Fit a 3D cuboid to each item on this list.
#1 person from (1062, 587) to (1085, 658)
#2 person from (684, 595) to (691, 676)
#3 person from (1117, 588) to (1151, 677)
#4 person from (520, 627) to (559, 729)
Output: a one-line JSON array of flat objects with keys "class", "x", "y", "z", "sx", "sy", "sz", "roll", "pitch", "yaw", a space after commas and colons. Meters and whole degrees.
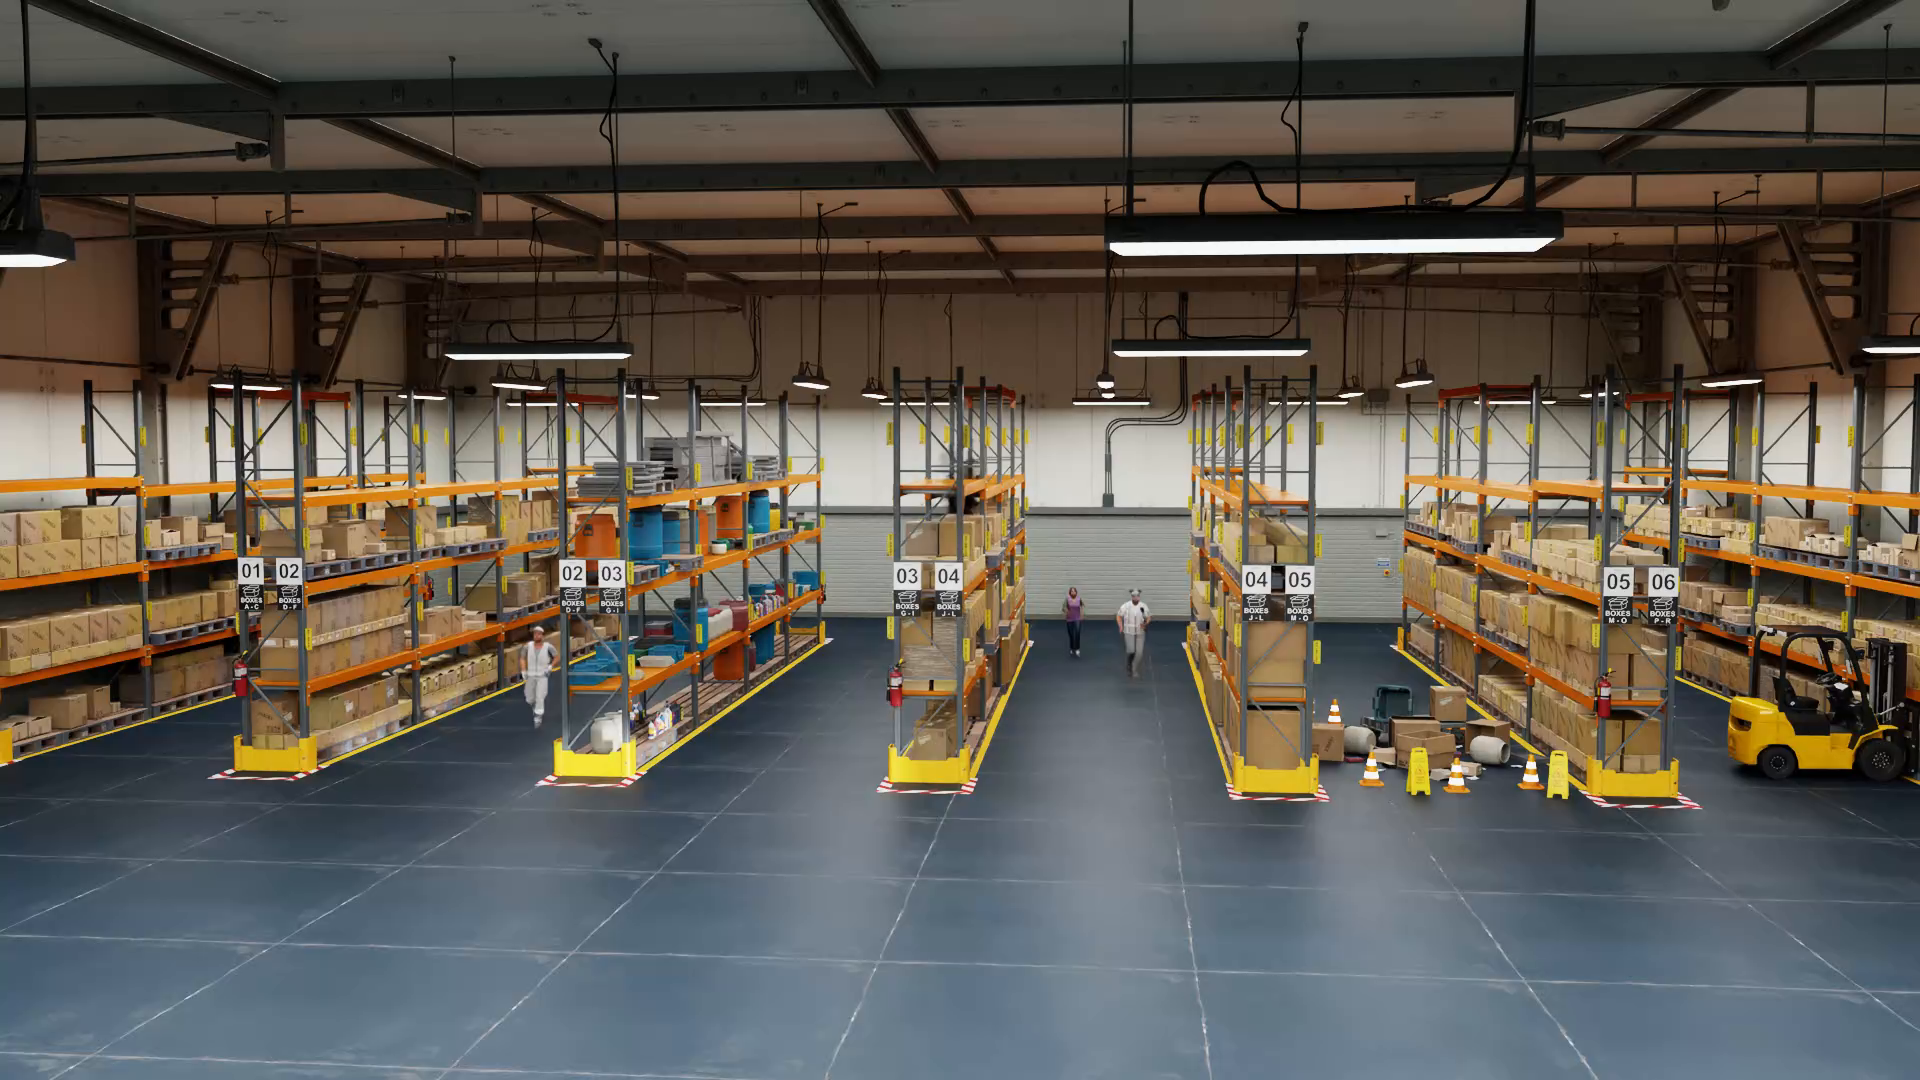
[{"class": "person", "x": 2.573, "y": 1.861, "z": 37.782, "sx": 0.524, "sy": 1.613, "sz": 0.681, "roll": 0, "pitch": 4, "yaw": 5}, {"class": "person", "x": -5.724, "y": 1.996, "z": 35.168, "sx": 0.583, "sy": 1.659, "sz": 0.898, "roll": 0, "pitch": 4, "yaw": 2}, {"class": "person", "x": 3.422, "y": 1.821, "z": 32.545, "sx": 0.665, "sy": 1.751, "sz": 0.561, "roll": 0, "pitch": 4, "yaw": -1}, {"class": "person", "x": -7.282, "y": 2.359, "z": 28.785, "sx": 0.659, "sy": 1.729, "sz": 0.720, "roll": 0, "pitch": 4, "yaw": -1}]
